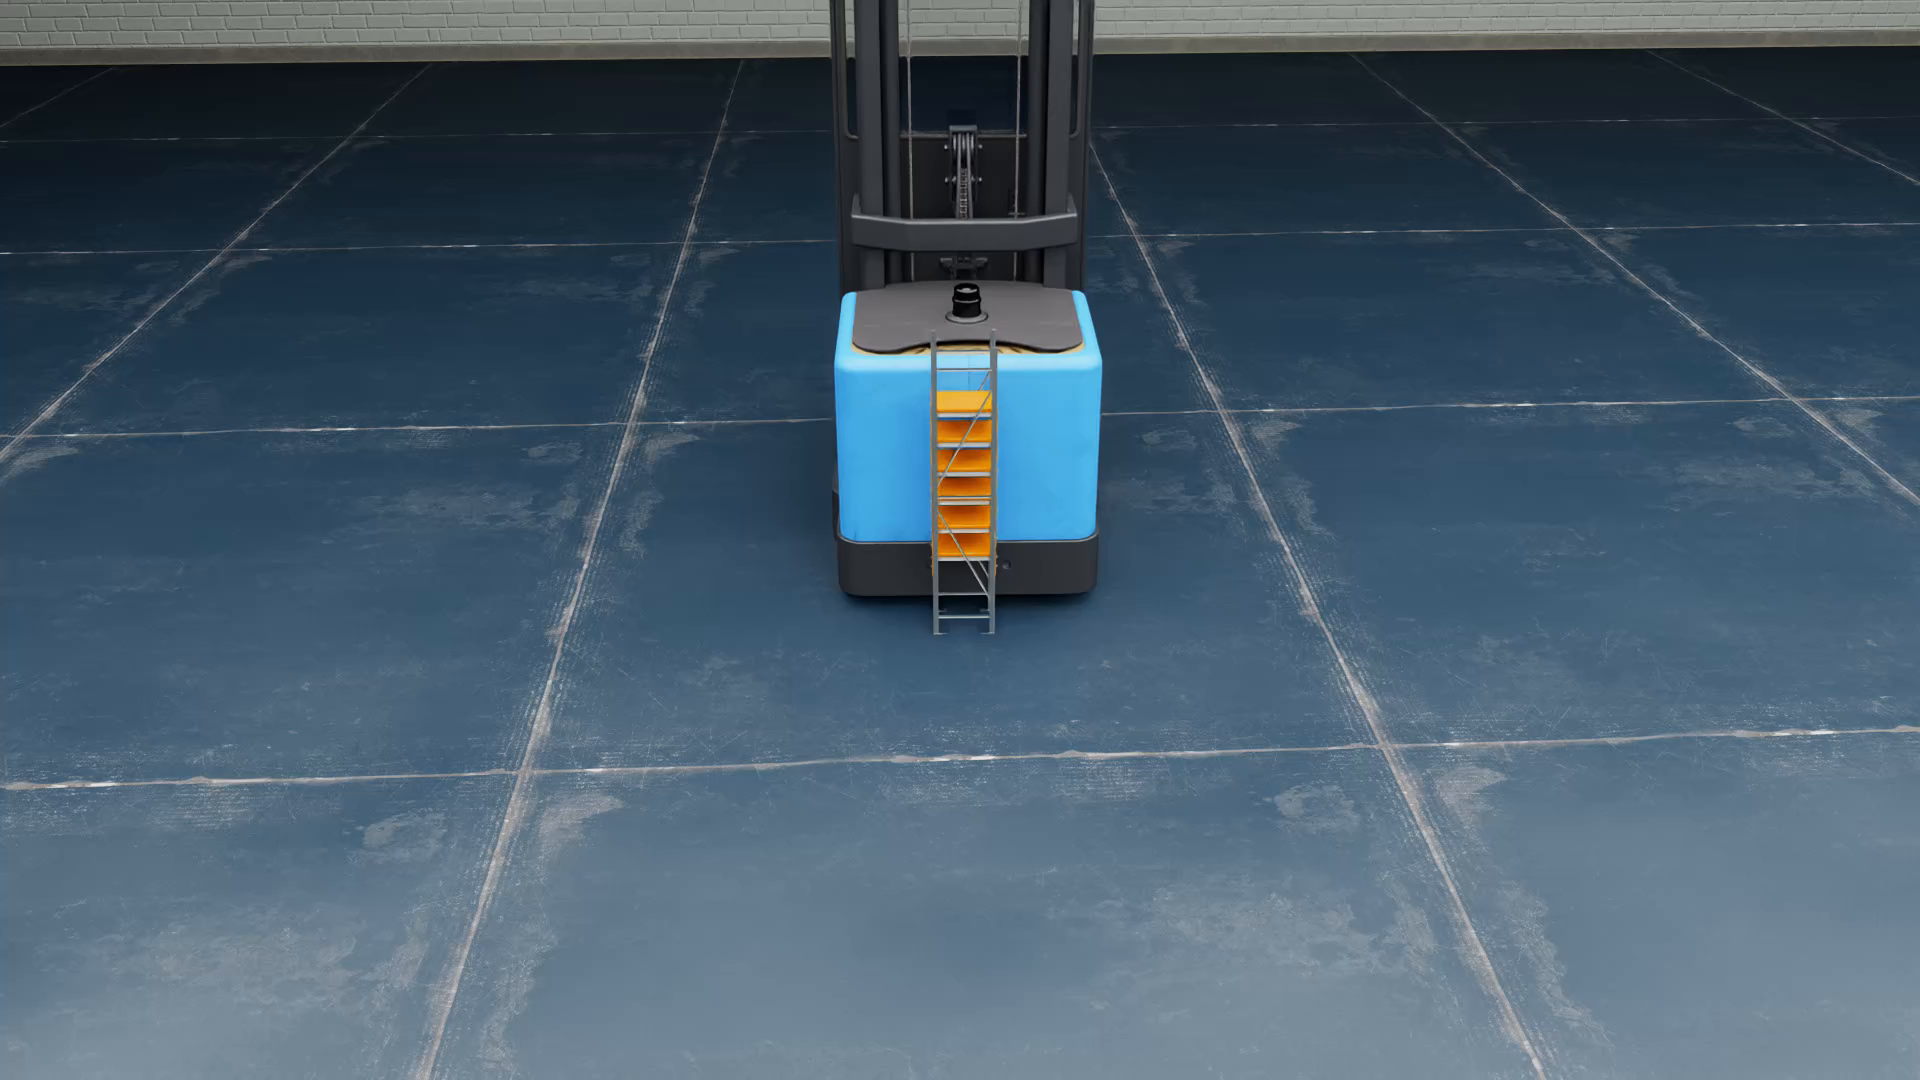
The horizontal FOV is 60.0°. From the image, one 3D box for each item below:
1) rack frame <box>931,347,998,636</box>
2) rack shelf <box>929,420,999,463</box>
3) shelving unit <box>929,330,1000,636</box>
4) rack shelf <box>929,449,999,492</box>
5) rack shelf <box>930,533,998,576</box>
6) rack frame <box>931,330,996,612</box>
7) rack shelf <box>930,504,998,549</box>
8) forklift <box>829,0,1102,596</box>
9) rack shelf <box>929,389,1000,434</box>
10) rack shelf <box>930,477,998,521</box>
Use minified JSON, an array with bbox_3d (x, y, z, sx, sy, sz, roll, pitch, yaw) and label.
[{"bbox_3d":[0.016,-0.159,6.257,0.240,1.200,0.006,-1,28,-1],"label":"rack frame"},{"bbox_3d":[0.014,-0.375,6.248,0.258,0.103,0.180,-1,28,-1],"label":"rack shelf"},{"bbox_3d":[0.014,-0.201,6.338,0.258,1.200,0.189,-1,28,-1],"label":"shelving unit"},{"bbox_3d":[0.014,-0.268,6.303,0.258,0.103,0.180,-1,28,-1],"label":"rack shelf"},{"bbox_3d":[0.014,0.051,6.470,0.258,0.103,0.180,-1,28,-1],"label":"rack shelf"},{"bbox_3d":[0.012,-0.244,6.420,0.240,1.200,0.006,-1,28,-1],"label":"rack frame"},{"bbox_3d":[0.014,-0.055,6.414,0.258,0.103,0.180,-1,28,-1],"label":"rack shelf"},{"bbox_3d":[0.003,-1.715,7.368,1.130,2.935,3.031,-1,28,-1],"label":"forklift"},{"bbox_3d":[0.014,-0.481,6.192,0.258,0.103,0.180,-1,28,-1],"label":"rack shelf"},{"bbox_3d":[0.014,-0.162,6.359,0.258,0.103,0.180,-1,28,-1],"label":"rack shelf"}]
